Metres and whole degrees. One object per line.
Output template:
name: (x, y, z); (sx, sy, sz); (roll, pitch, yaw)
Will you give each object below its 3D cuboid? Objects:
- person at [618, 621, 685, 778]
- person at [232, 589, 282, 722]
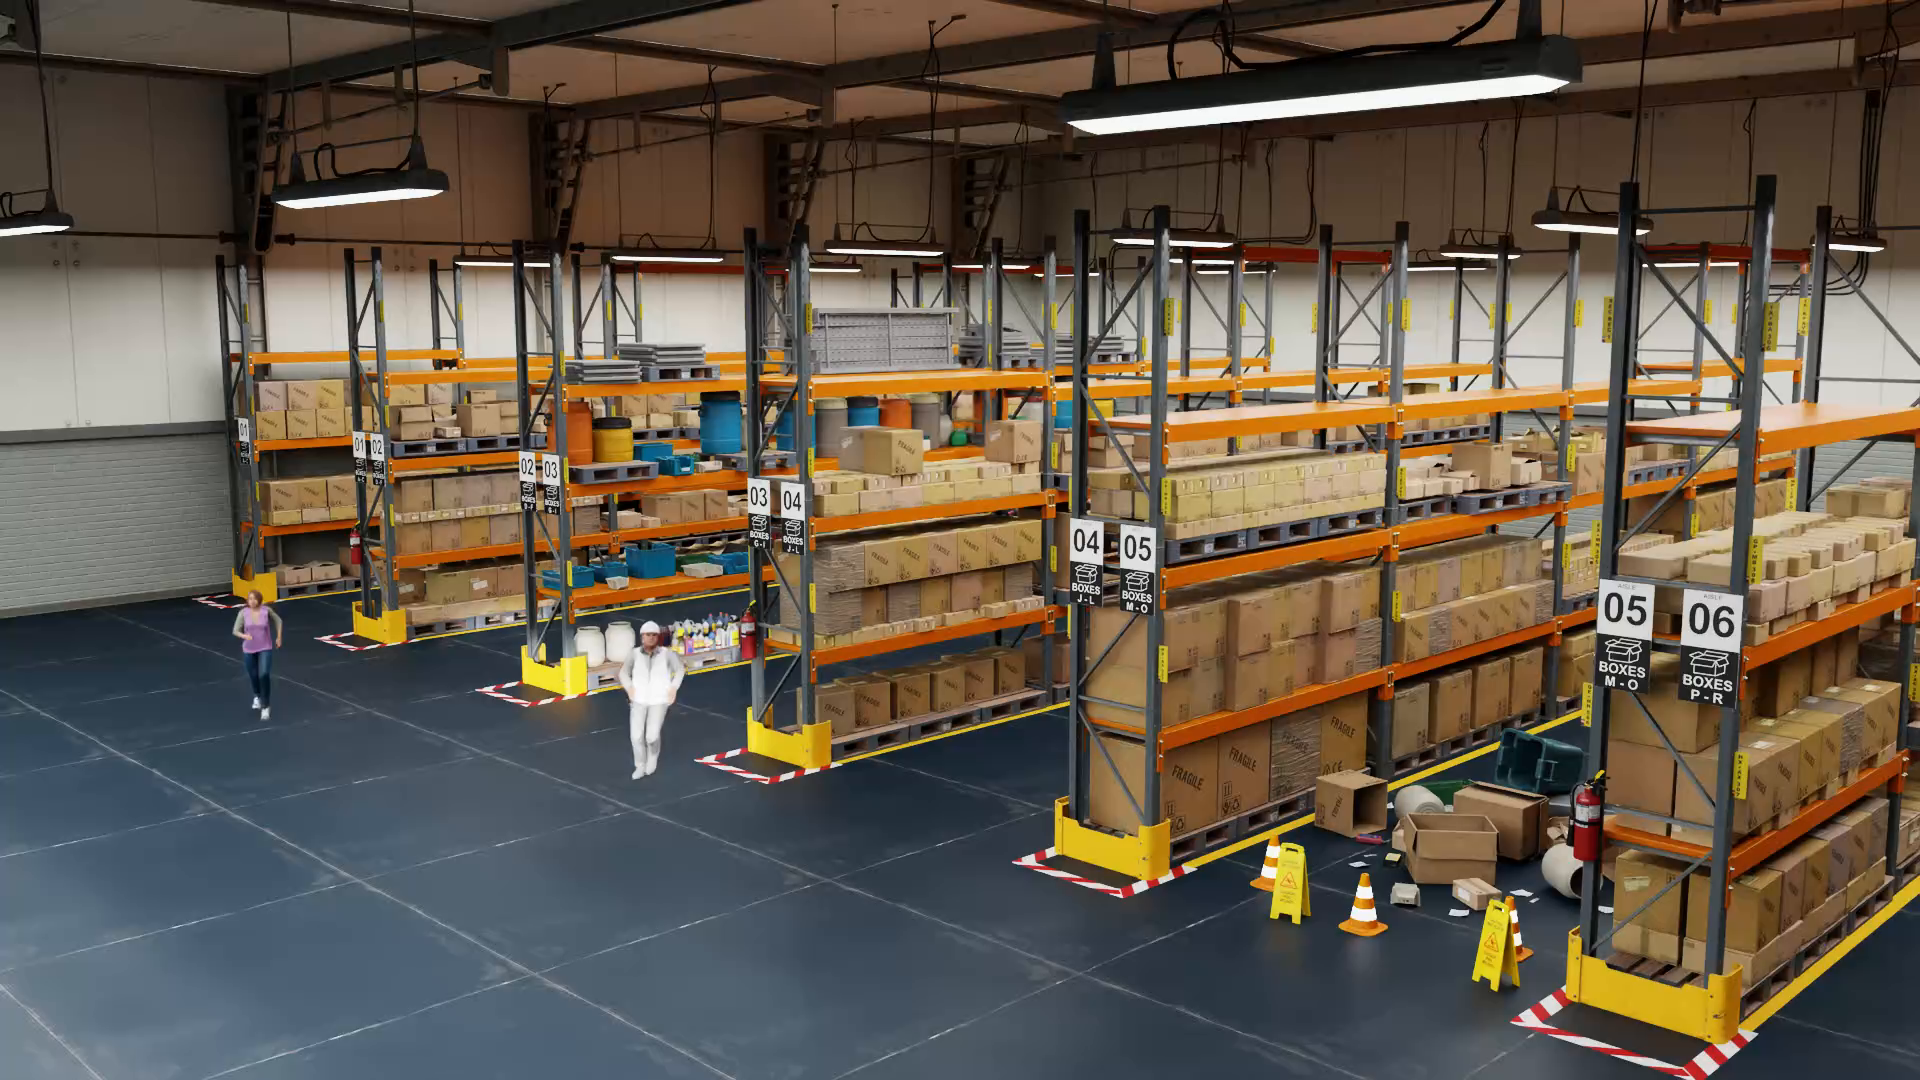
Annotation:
person: (-3.372, 1.755, 18.108); (0.698, 1.743, 0.576); (0, 8, 0)
person: (-8.831, 1.424, 20.933); (0.558, 1.652, 0.726); (-3, 8, -17)
